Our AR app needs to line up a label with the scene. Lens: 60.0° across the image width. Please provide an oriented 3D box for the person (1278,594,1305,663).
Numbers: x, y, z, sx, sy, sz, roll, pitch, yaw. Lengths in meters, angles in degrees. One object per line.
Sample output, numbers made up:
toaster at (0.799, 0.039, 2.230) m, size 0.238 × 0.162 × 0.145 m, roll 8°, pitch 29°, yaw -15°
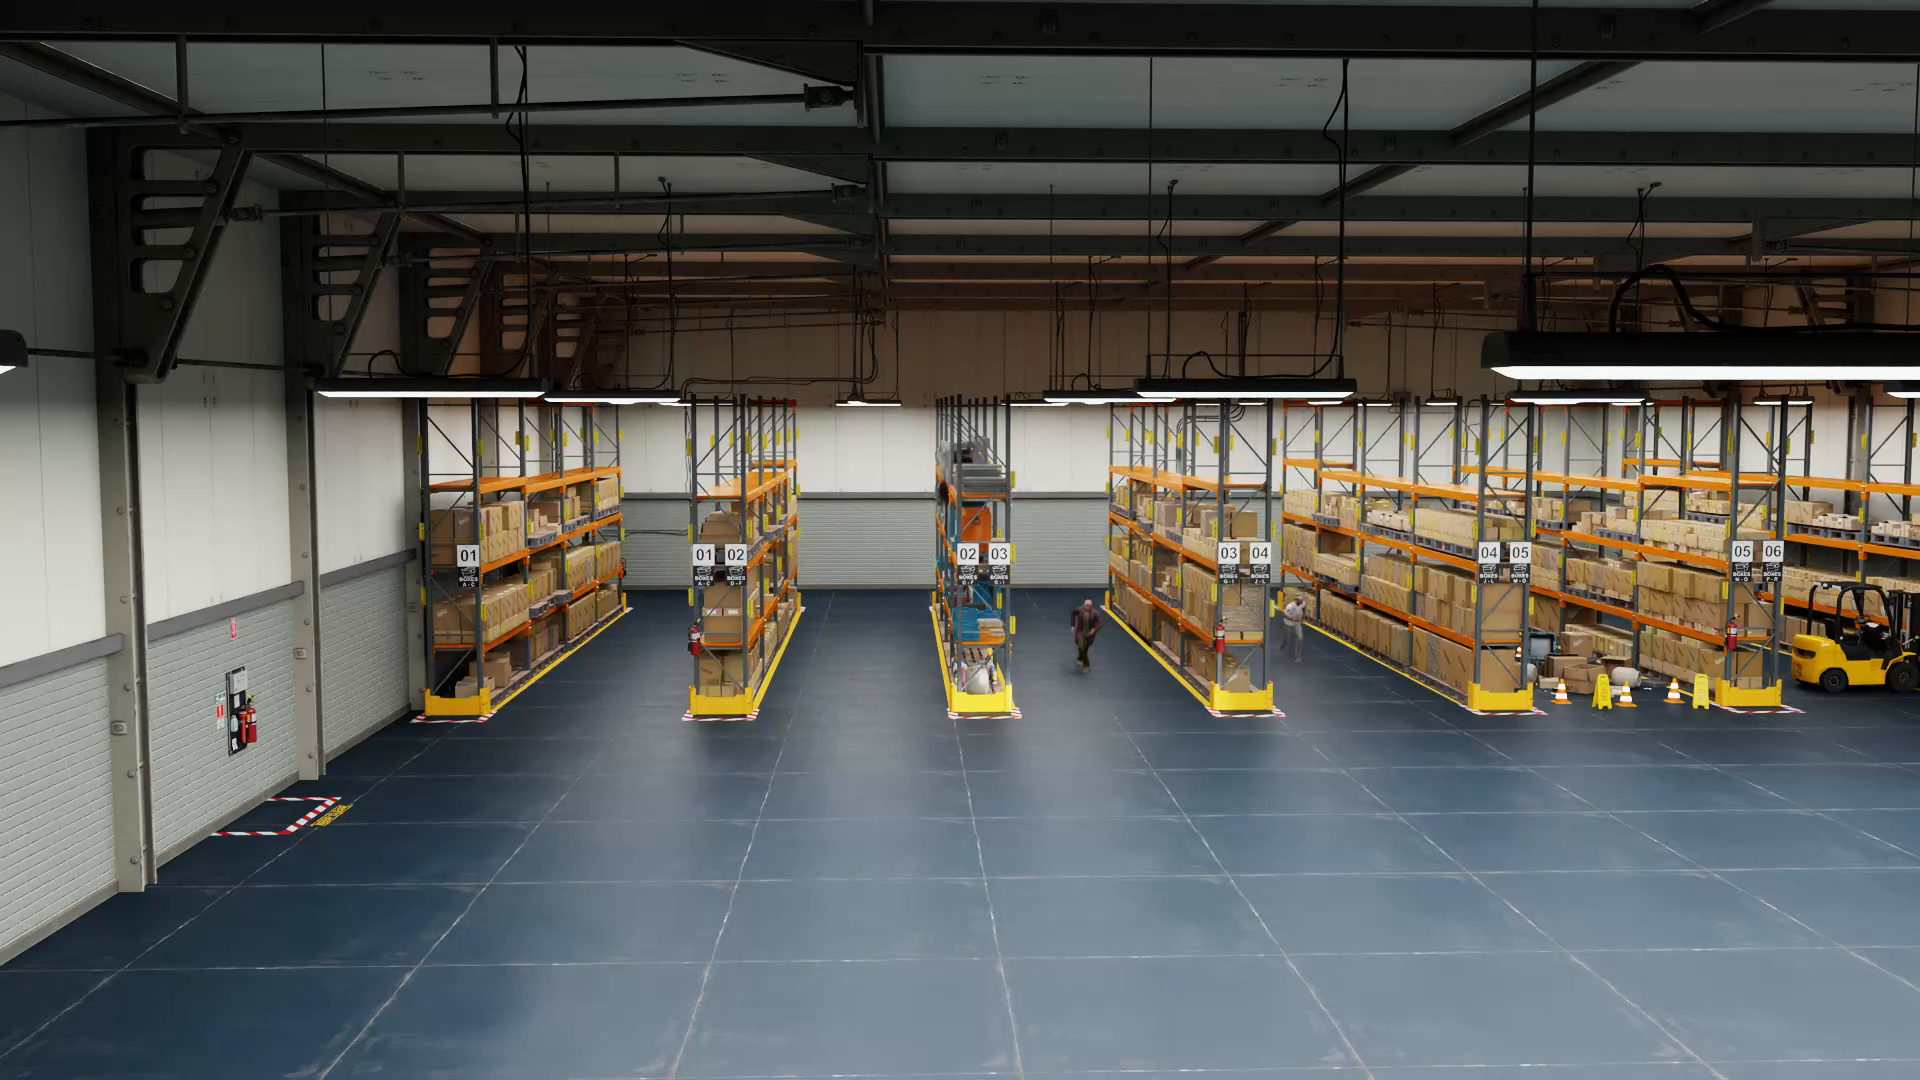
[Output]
person at (7.553, 1.987, 37.882) m, size 0.623 × 1.623 × 0.974 m, roll -2°, pitch 5°, yaw -21°

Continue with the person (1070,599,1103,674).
person at (2.748, 2.050, 36.396) m, size 0.707 × 1.617 × 1.114 m, roll 0°, pitch 4°, yaw -1°
